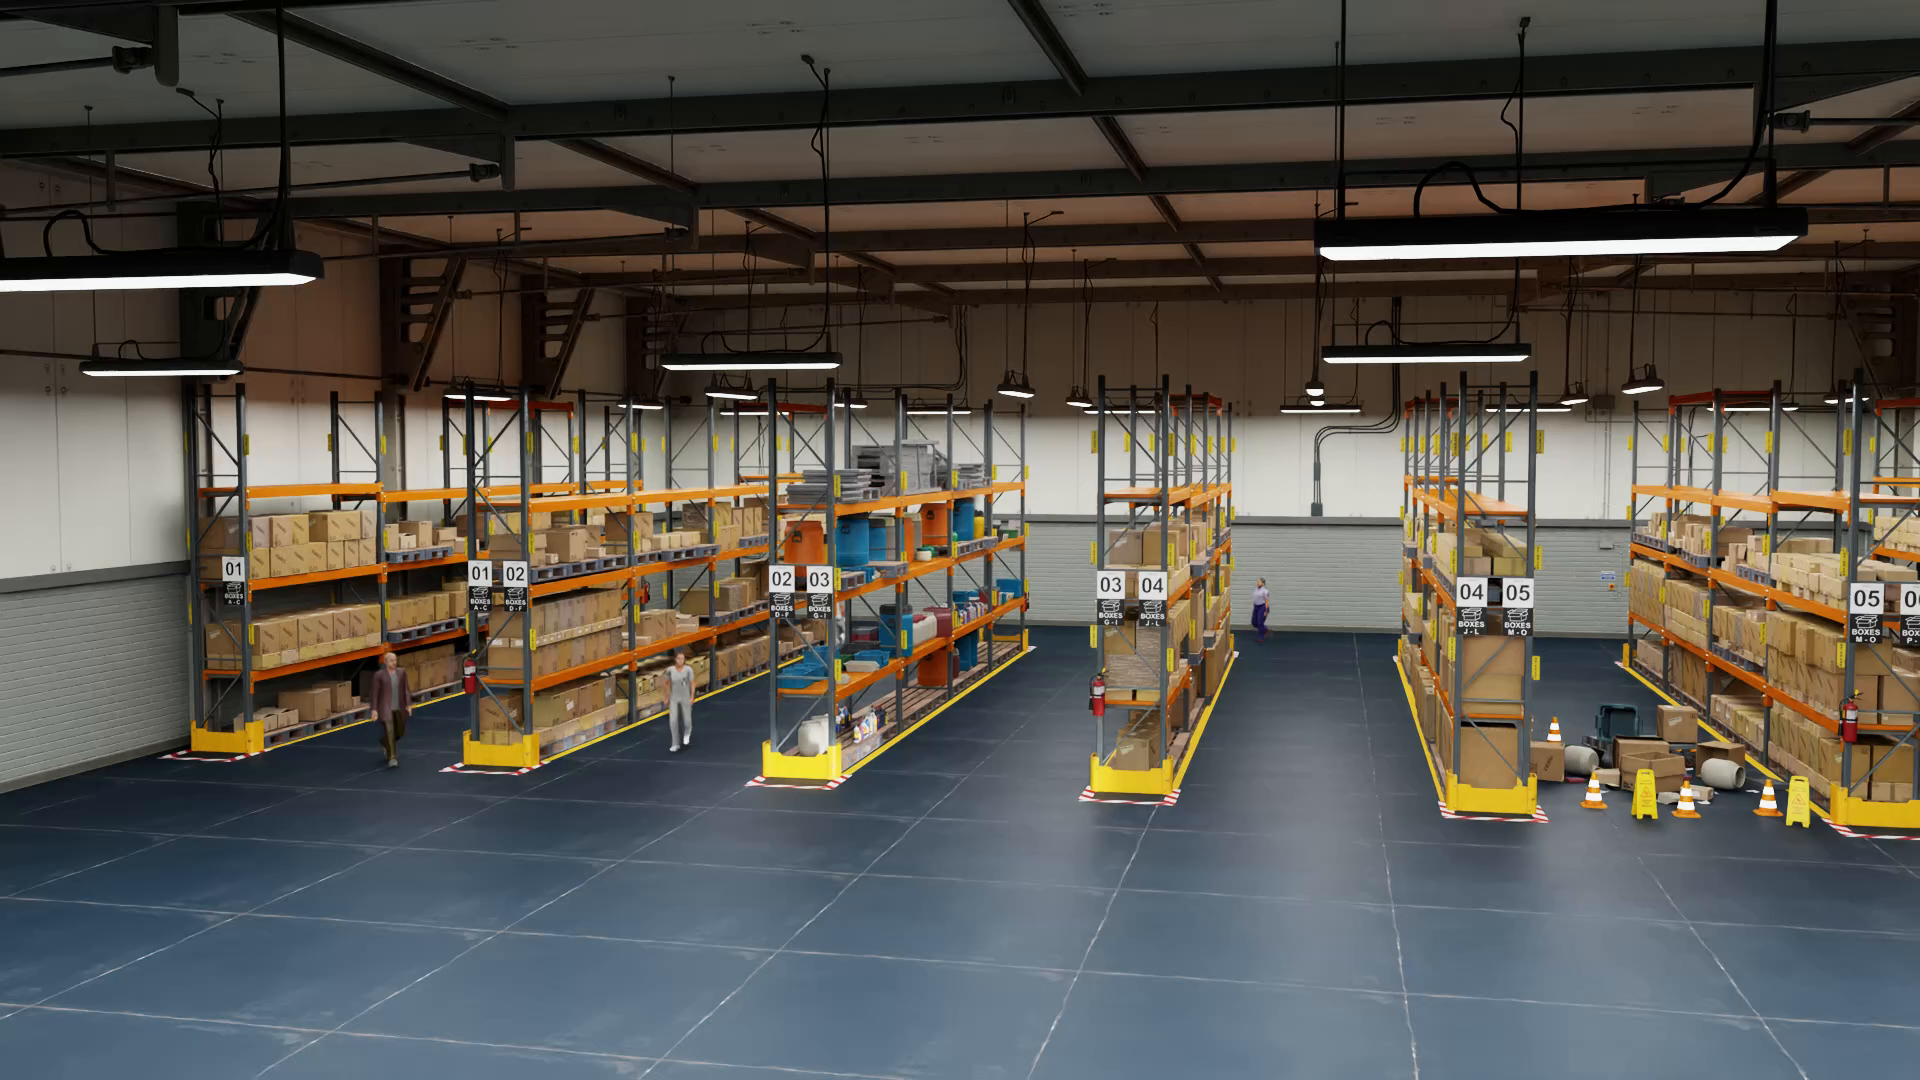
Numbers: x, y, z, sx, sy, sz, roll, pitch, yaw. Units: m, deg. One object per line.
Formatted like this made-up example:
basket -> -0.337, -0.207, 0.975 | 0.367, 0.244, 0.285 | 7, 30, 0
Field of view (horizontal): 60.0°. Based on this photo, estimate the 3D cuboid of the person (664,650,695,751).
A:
person -> -4.627, 2.621, 27.431 | 0.508, 1.651, 0.595 | 0, 3, -8

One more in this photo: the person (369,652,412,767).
person -> -8.927, 2.628, 26.072 | 0.649, 1.749, 0.985 | -3, 4, -43

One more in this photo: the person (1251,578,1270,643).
person -> 7.658, 1.768, 42.103 | 0.589, 1.619, 0.486 | -2, 4, -29

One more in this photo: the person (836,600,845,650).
person -> -2.899, 1.876, 39.132 | 0.588, 1.792, 0.542 | 3, 4, 42
